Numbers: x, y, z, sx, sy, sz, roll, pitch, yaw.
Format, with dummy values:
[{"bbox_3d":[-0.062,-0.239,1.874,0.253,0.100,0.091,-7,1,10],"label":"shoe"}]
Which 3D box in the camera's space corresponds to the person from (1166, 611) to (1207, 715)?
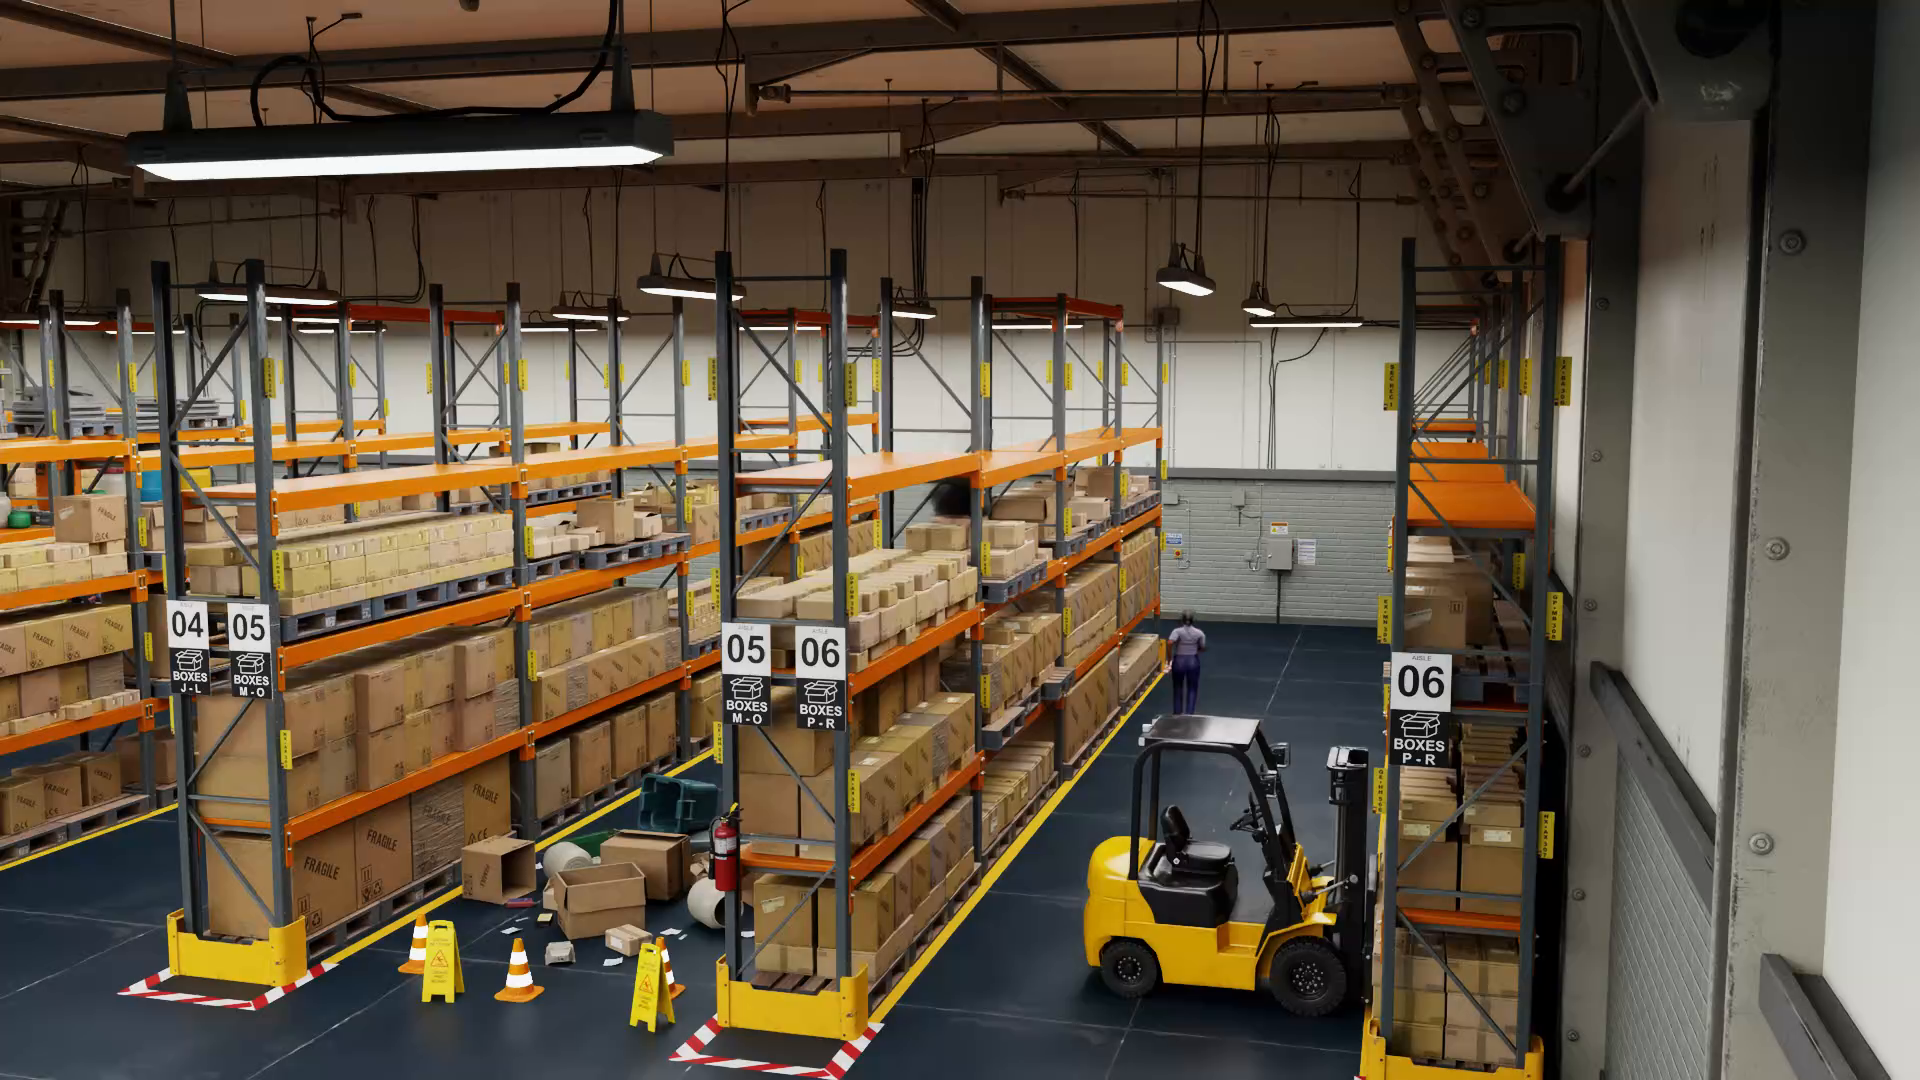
[{"bbox_3d":[3.220,1.853,23.662,0.571,1.704,0.745,1,6,9],"label":"person"}]
